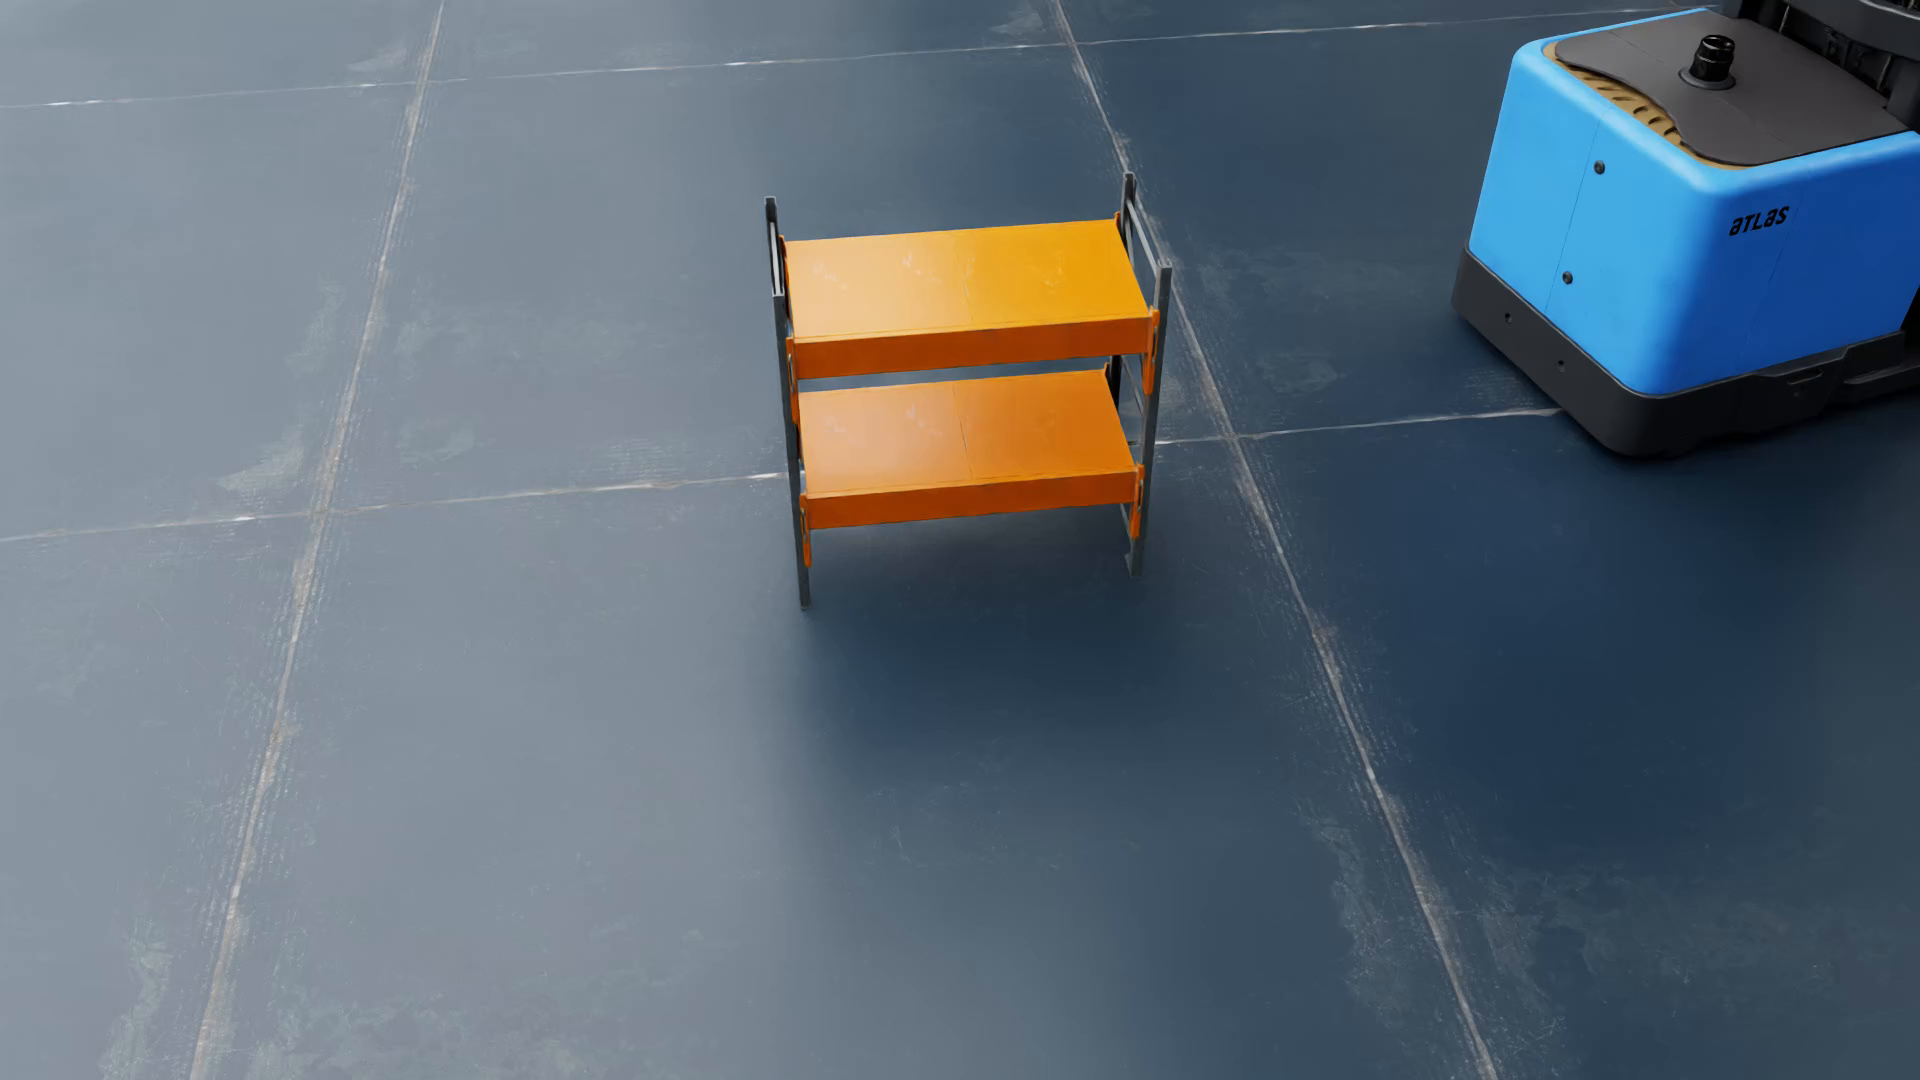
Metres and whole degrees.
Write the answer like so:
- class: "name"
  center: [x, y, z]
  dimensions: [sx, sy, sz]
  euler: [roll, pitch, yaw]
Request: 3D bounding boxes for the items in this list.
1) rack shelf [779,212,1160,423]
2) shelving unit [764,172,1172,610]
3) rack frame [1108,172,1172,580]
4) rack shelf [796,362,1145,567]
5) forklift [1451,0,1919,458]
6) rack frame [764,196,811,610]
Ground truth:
- class: "rack shelf"
  center: [0.007, -0.636, 4.678]
  dimensions: [1.000, 0.278, 0.538]
  euler: [-5, 42, -6]
- class: "shelving unit"
  center: [0.007, -0.418, 4.874]
  dimensions: [1.048, 1.125, 0.538]
  euler: [-5, 42, -6]
- class: "rack frame"
  center: [0.511, -0.462, 4.923]
  dimensions: [0.032, 1.125, 0.500]
  euler: [-5, 42, -6]
- class: "rack shelf"
  center: [0.007, -0.237, 5.038]
  dimensions: [1.000, 0.278, 0.538]
  euler: [-5, 42, -6]
- class: "forklift"
  center: [3.373, -1.988, 5.265]
  dimensions: [3.031, 2.935, 1.130]
  euler: [-15, 44, -16]
- class: "rack frame"
  center: [-0.497, -0.374, 4.825]
  dimensions: [0.032, 1.125, 0.500]
  euler: [-5, 42, -6]
